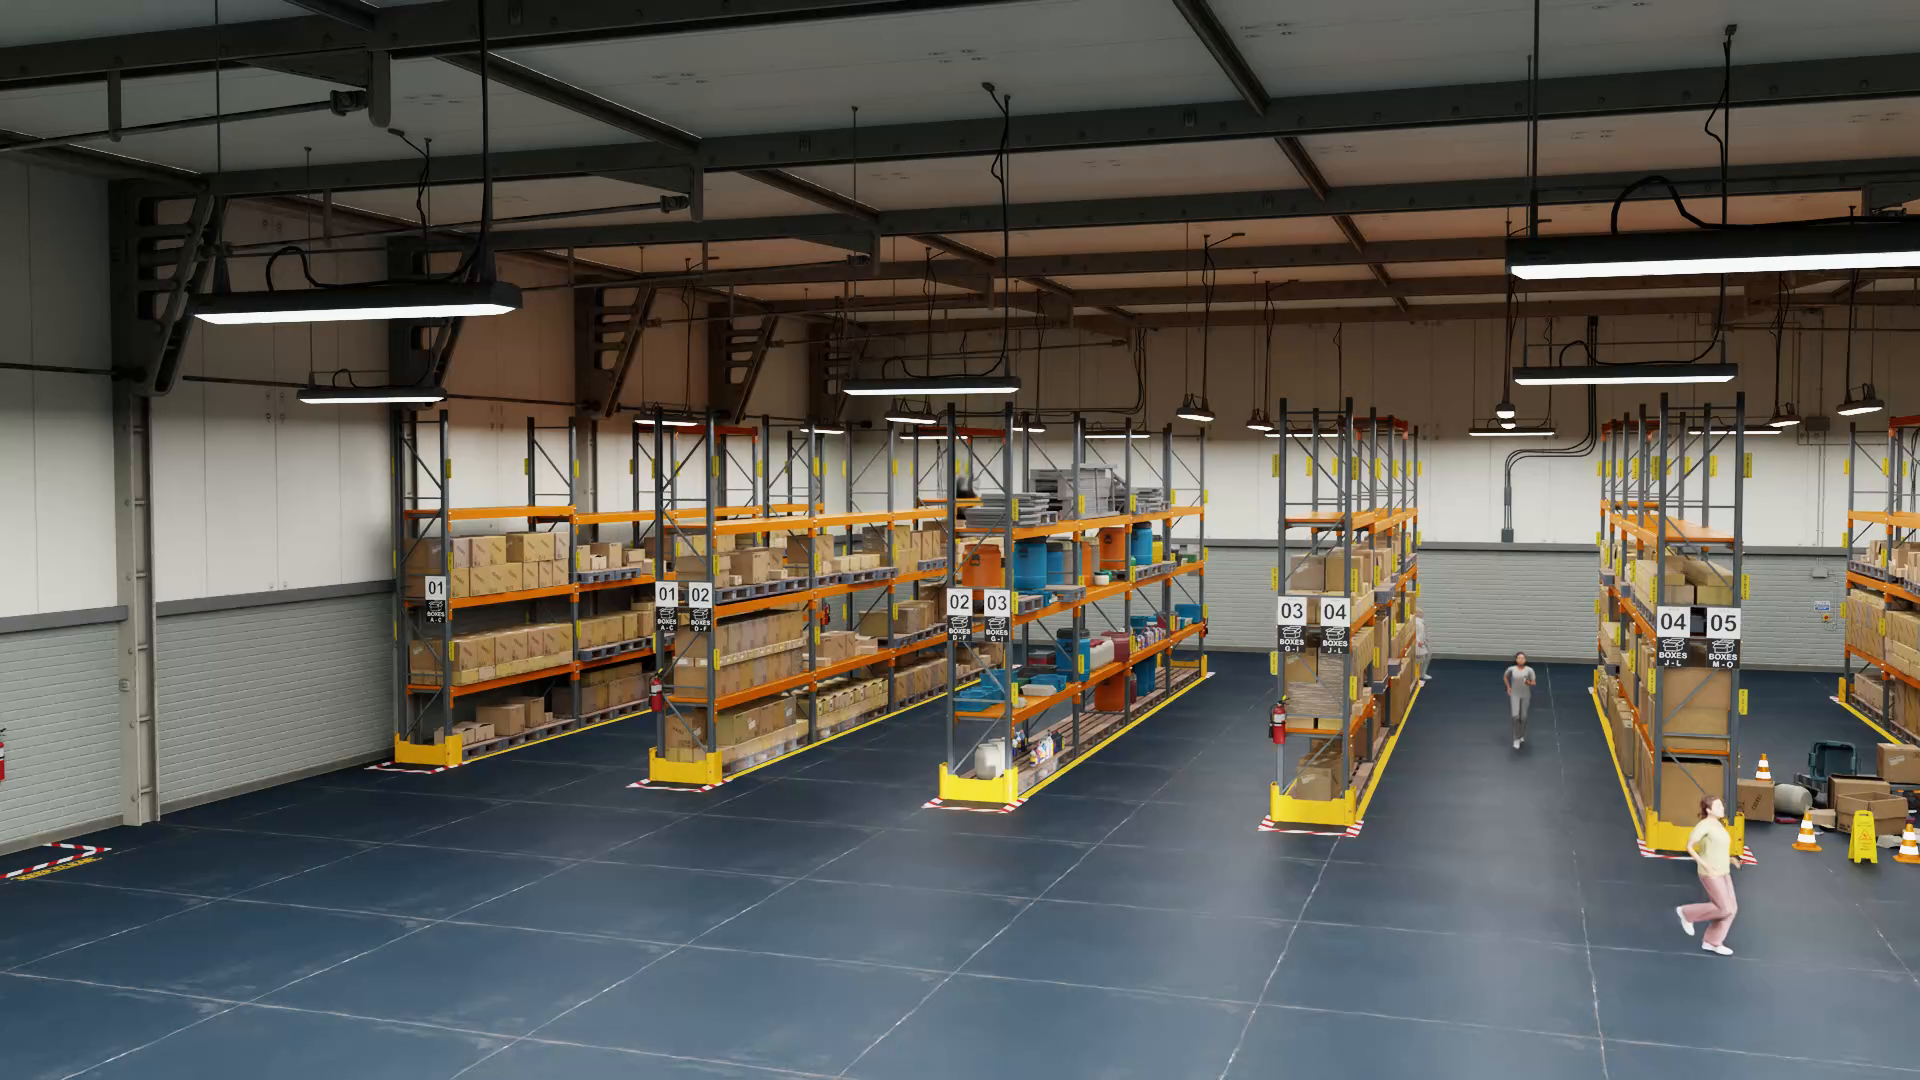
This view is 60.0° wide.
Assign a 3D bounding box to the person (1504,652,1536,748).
[{"bbox_3d":[10.109,2.878,30.014,0.546,1.723,0.712,1,3,13],"label":"person"}]

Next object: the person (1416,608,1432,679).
[{"bbox_3d":[10.838,2.454,39.565,0.668,1.715,0.752,1,3,31],"label":"person"}]

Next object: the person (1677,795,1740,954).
[{"bbox_3d":[7.778,3.452,17.270,0.581,1.627,0.565,-2,3,-39],"label":"person"}]
